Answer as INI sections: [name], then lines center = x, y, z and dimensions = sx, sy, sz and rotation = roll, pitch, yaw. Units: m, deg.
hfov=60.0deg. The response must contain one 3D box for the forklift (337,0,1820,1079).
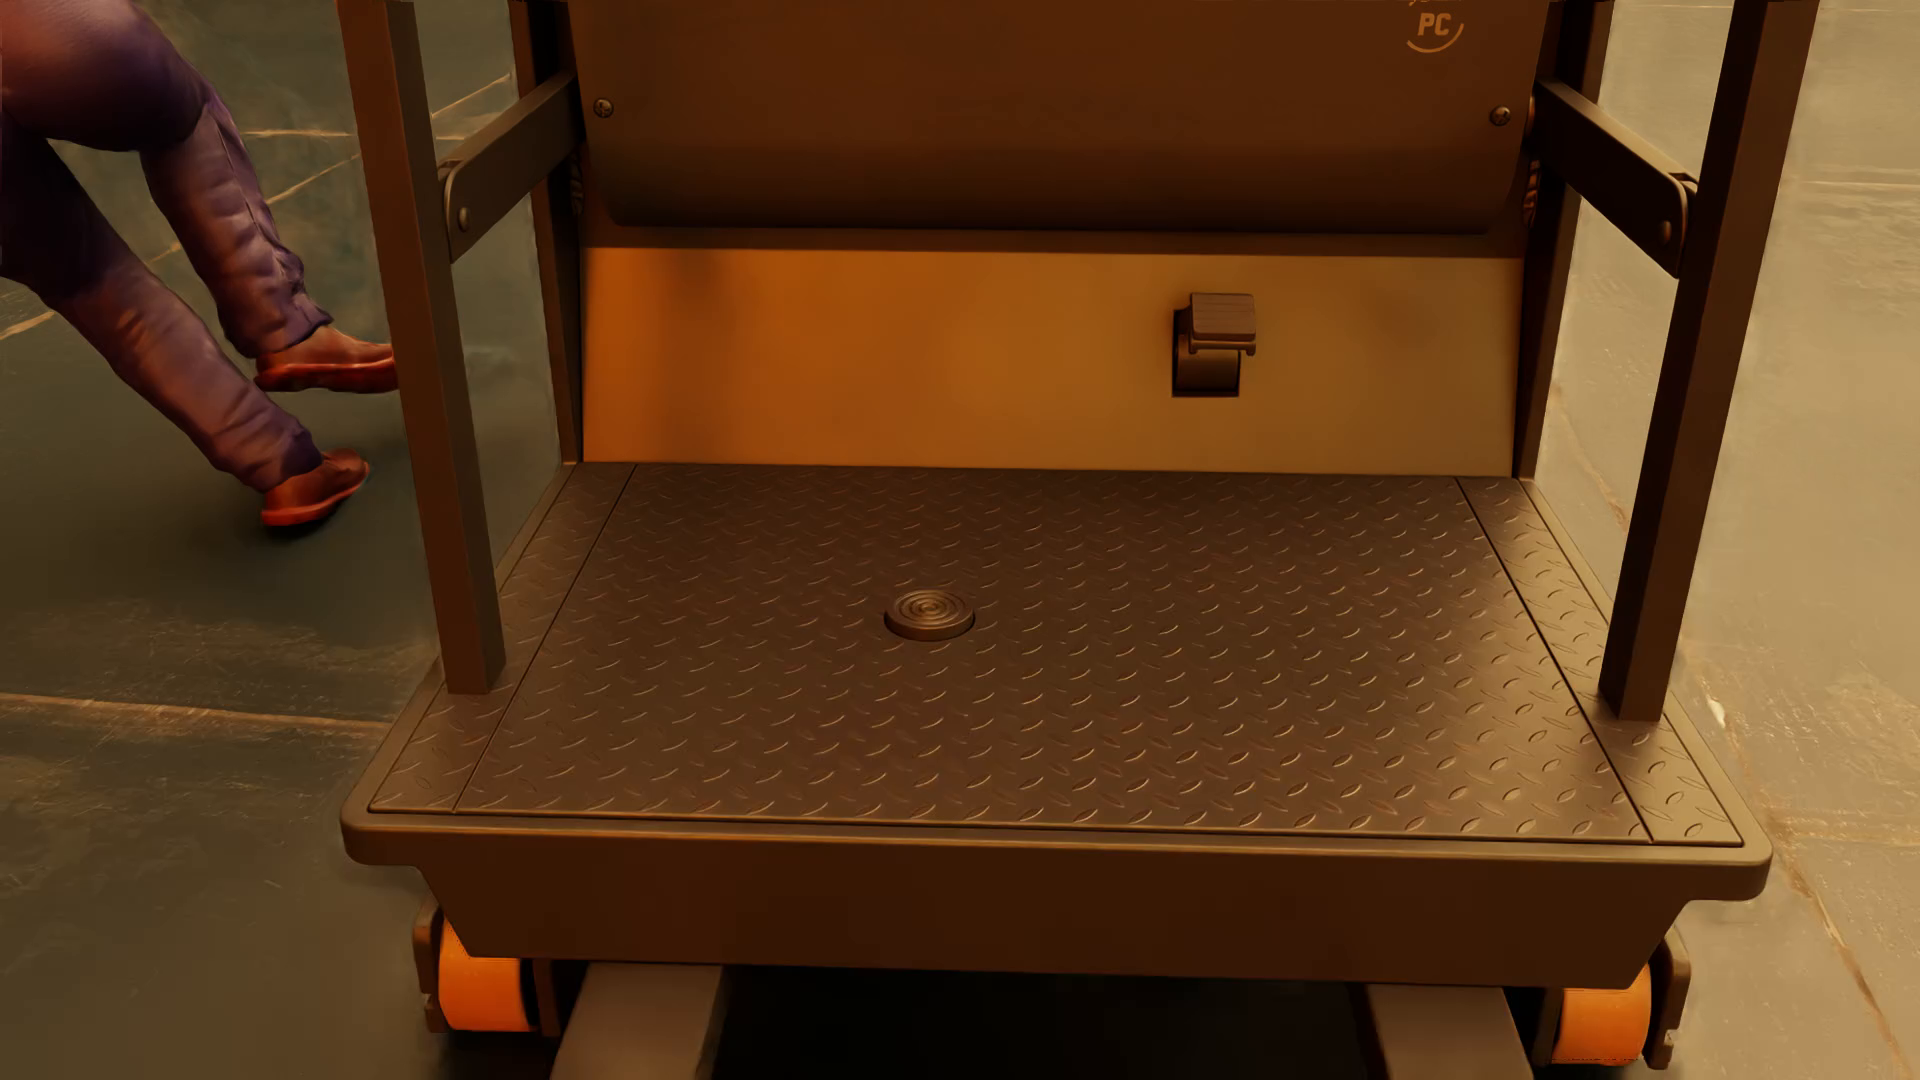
[forklift]
center = 0.084, -0.977, 1.174
dimensions = 1.130, 2.935, 3.031
rotation = 1, 27, 2

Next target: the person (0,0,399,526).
[person]
center = -1.324, -0.724, 2.401
dimensions = 0.915, 1.430, 0.859
rotation = -12, 29, -22
